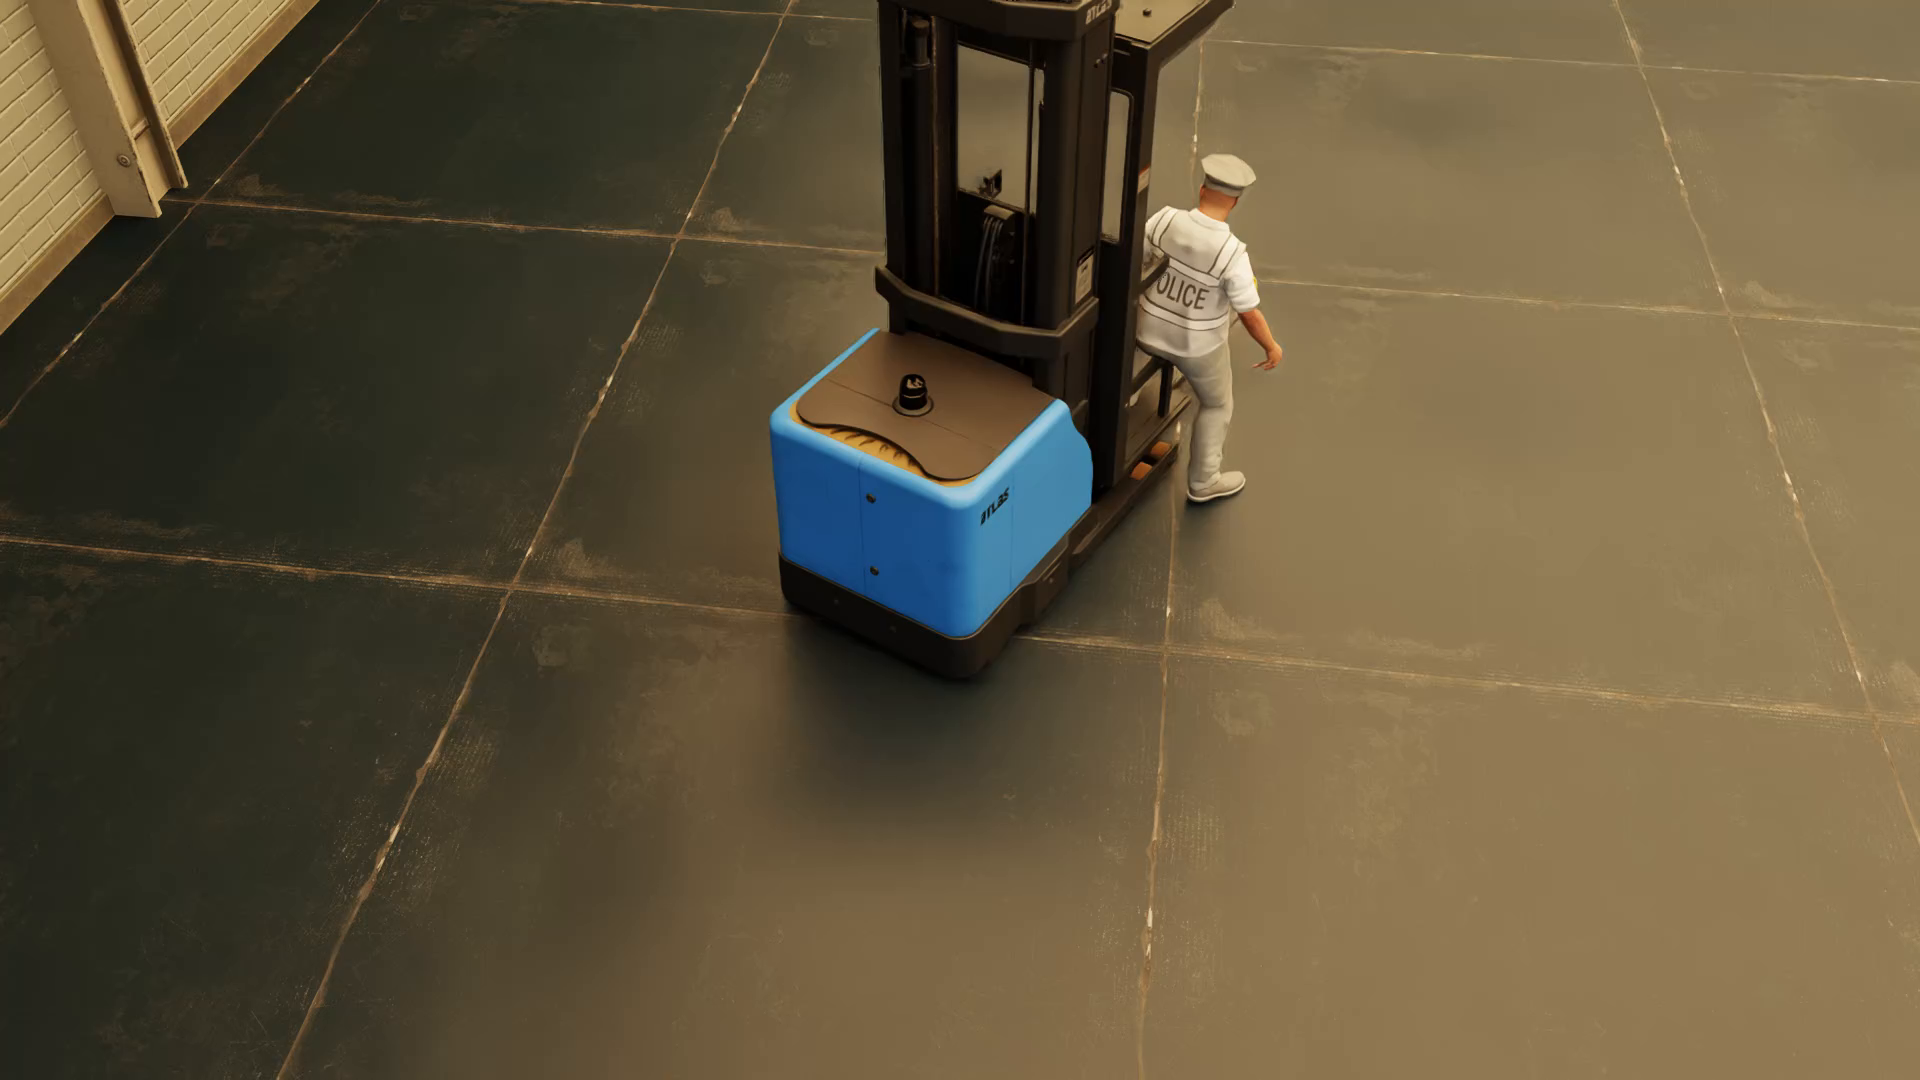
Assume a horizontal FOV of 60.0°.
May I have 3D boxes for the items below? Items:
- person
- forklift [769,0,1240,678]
[{"bbox_3d":[1.072,-0.994,7.708,0.864,1.717,0.513,23,47,23],"label":"person"},{"bbox_3d":[0.423,-1.454,7.307,1.130,2.935,3.031,24,48,24],"label":"forklift"}]
